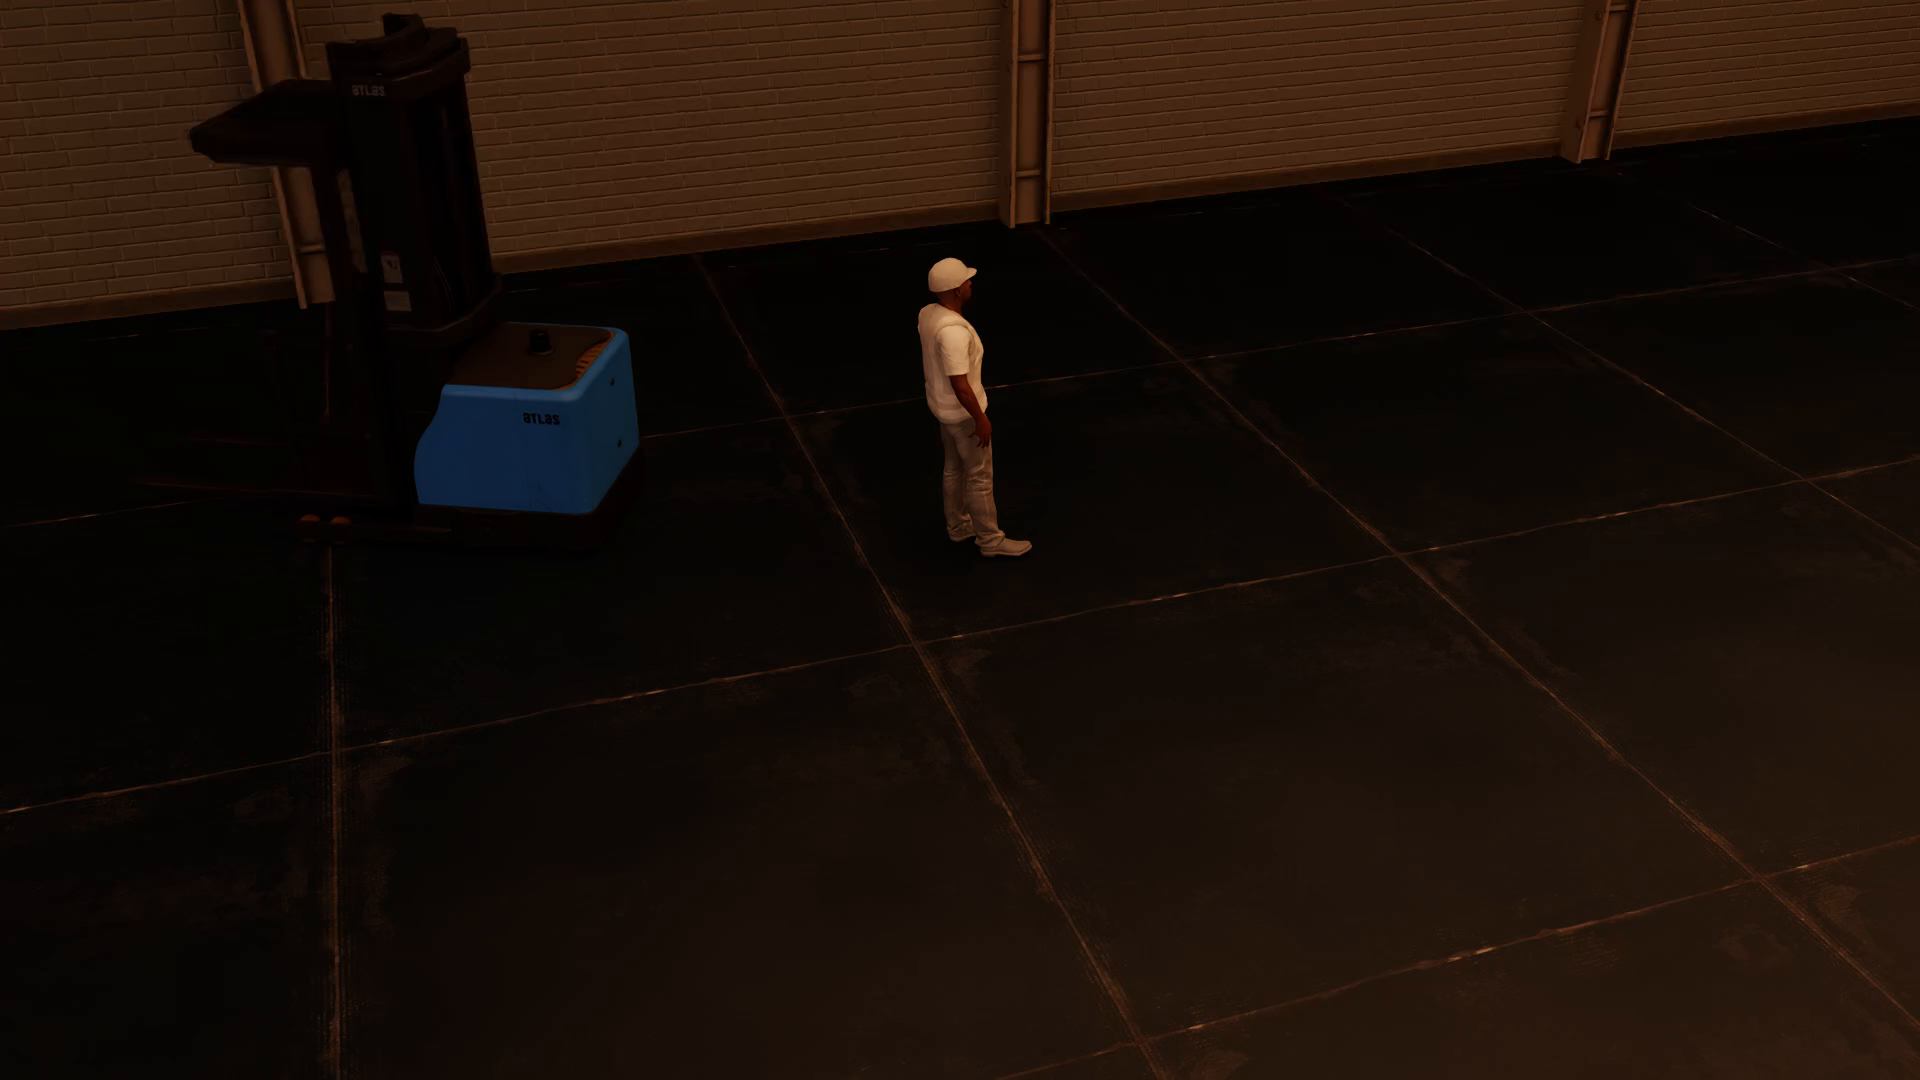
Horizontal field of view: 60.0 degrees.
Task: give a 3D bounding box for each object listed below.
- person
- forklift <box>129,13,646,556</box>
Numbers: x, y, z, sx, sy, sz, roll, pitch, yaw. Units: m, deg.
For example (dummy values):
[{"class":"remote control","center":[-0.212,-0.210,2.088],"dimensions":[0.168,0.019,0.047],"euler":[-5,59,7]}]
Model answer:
[{"class":"person","center":[0.068,-0.780,9.597],"dimensions":[0.575,1.768,0.665],"euler":[-10,31,-16]},{"class":"forklift","center":[-3.558,-1.497,9.689],"dimensions":[3.031,2.935,1.130],"euler":[4,30,7]}]
